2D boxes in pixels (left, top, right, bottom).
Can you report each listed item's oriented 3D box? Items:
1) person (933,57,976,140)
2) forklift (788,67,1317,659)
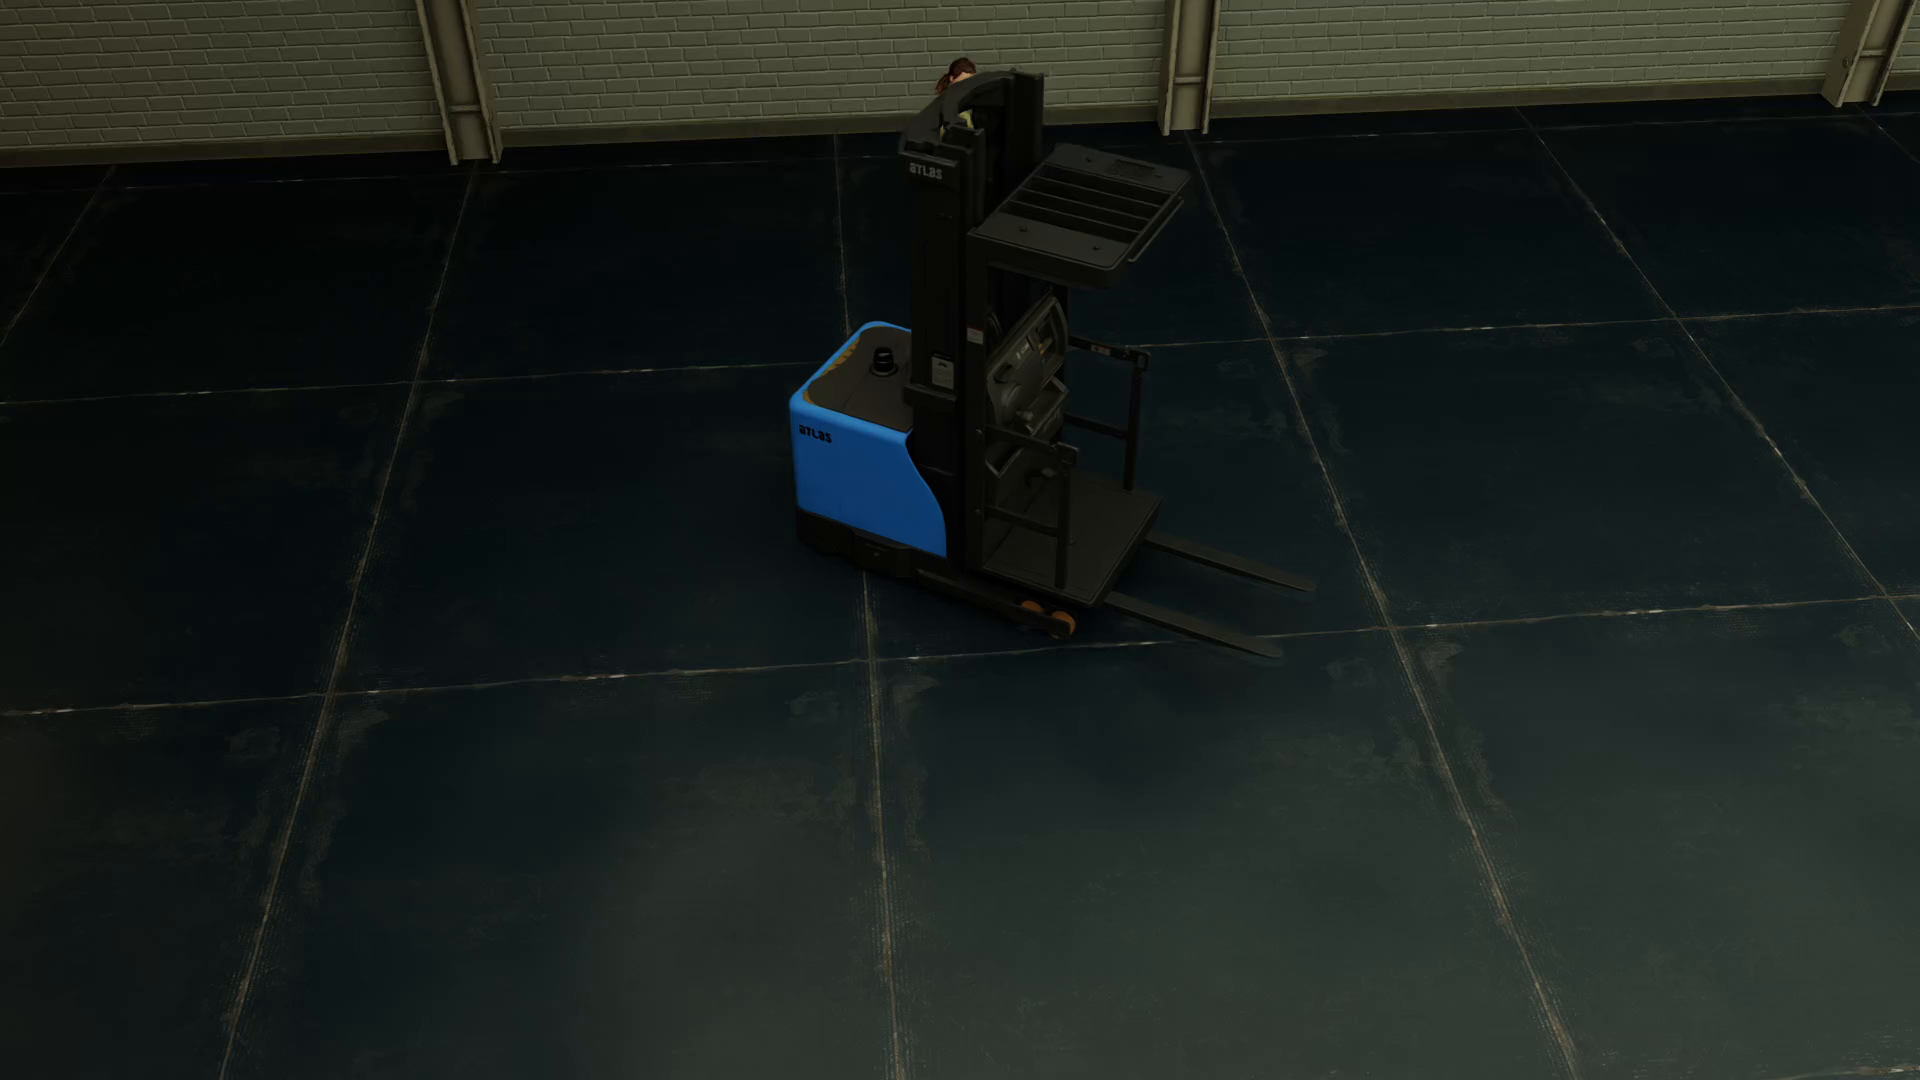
[{"bbox_3d":[0.026,-2.716,12.119,0.474,1.637,0.654,-8,41,-9],"label":"person"},{"bbox_3d":[0.551,-0.939,9.035,3.031,2.935,1.130,18,44,20],"label":"forklift"}]
